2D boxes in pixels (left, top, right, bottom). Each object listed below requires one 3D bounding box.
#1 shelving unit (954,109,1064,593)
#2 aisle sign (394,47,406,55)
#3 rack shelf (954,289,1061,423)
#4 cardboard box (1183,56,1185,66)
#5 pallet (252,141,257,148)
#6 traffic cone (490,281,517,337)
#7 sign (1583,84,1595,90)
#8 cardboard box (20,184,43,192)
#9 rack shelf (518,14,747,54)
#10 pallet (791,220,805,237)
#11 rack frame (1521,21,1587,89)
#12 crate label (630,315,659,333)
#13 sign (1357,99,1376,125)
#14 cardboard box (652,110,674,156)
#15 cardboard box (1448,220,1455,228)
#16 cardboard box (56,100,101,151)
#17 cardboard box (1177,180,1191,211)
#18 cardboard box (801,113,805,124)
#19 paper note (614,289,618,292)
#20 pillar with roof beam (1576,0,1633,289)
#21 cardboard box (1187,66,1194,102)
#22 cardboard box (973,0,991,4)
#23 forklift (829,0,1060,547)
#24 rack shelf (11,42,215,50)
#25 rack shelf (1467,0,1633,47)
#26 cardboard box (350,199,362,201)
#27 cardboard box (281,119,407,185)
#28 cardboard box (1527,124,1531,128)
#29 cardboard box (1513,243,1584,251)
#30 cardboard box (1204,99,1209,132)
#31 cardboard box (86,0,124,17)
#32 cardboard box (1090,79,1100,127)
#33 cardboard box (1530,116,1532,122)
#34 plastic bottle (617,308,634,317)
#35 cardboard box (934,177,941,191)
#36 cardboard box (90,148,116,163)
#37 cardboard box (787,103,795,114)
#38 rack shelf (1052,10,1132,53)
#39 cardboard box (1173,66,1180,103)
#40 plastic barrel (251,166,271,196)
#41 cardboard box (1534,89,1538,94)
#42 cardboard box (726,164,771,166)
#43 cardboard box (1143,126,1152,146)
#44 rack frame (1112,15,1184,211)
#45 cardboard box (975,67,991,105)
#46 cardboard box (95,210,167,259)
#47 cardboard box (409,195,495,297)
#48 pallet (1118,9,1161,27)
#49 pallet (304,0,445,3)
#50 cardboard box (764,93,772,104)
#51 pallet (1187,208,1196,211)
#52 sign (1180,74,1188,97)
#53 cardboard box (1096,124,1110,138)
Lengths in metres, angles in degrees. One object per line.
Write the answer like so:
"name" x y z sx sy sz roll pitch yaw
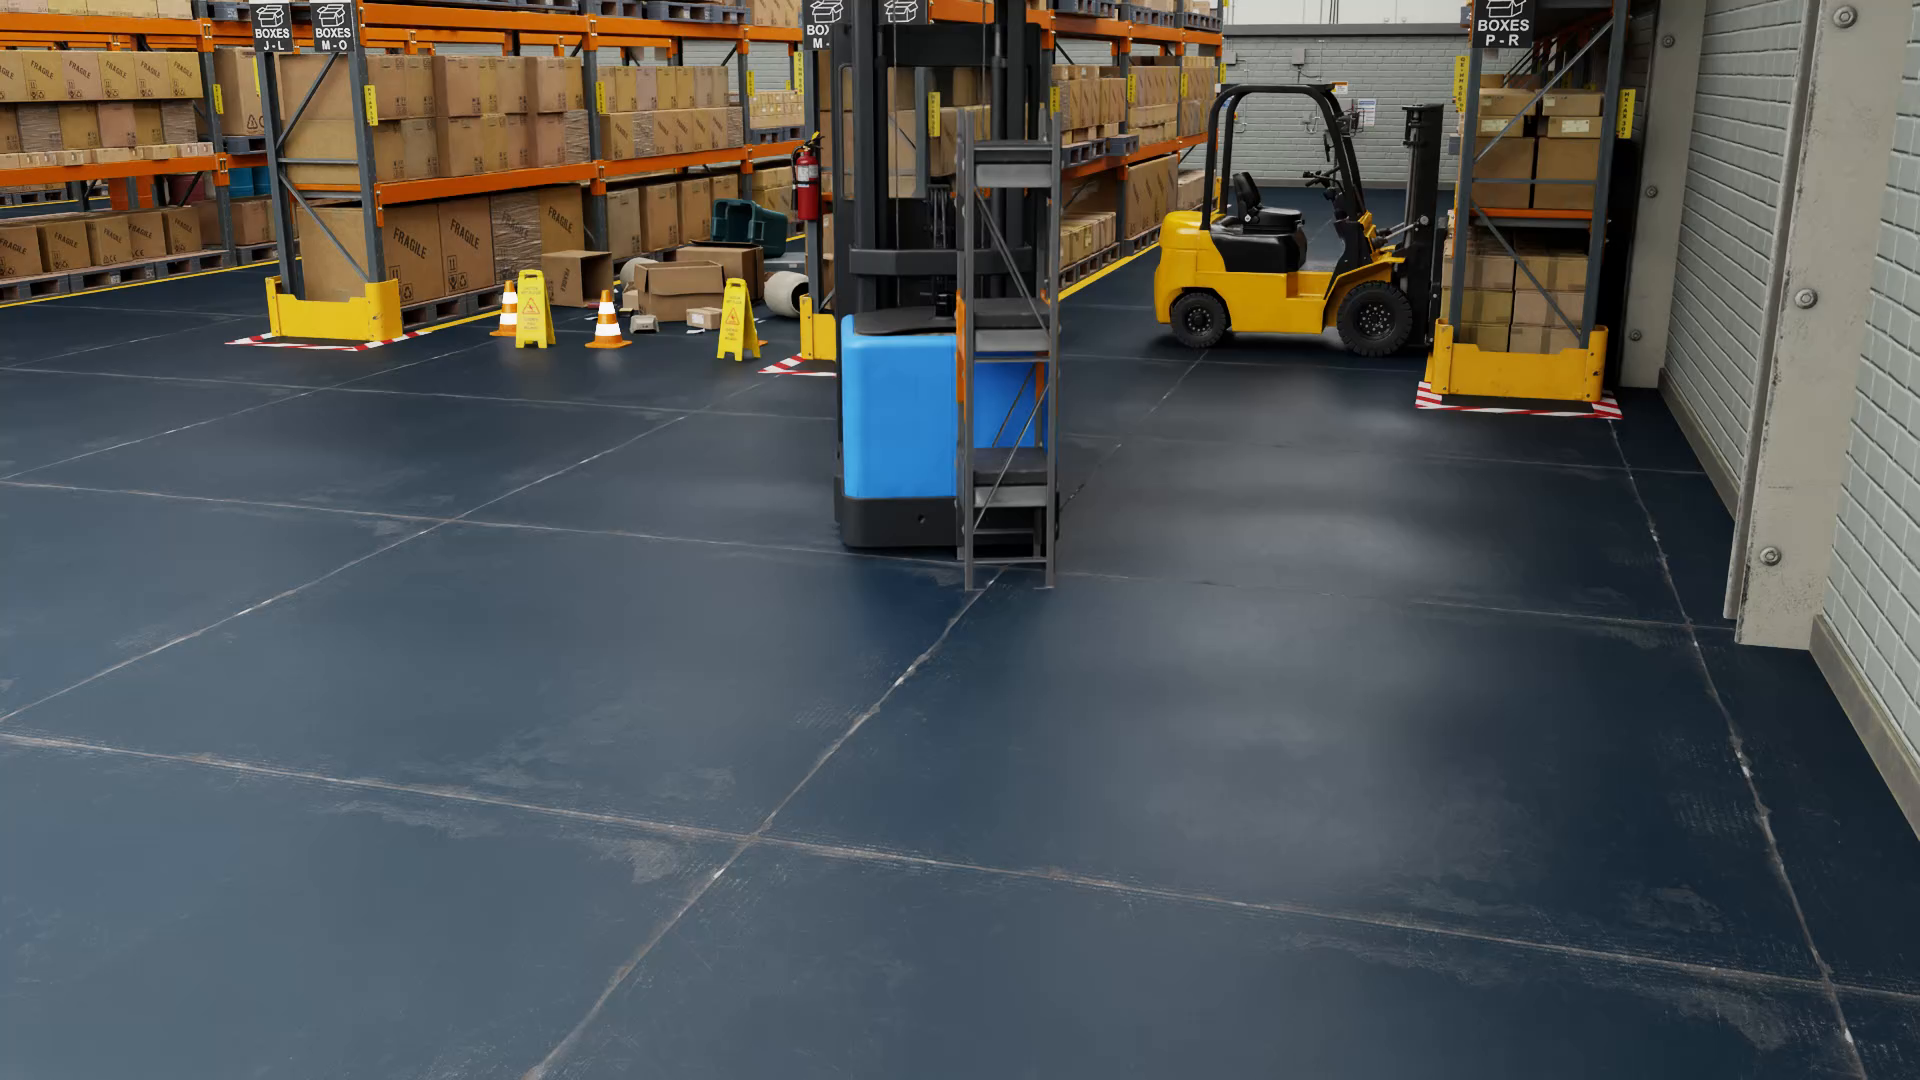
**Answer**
"shelving unit" 0.206 -0.846 7.463 0.431 2.100 0.503 -1 16 -4
"aisle sign" -10.692 -9.530 31.668 0.394 0.787 0.004 5 16 16
"rack shelf" 0.206 -0.832 7.466 0.431 0.518 0.480 -1 16 -4
"cardboard box" 3.082 -7.011 24.345 0.380 0.149 0.250 5 17 17
"pallet" -8.475 -5.147 21.331 1.003 0.211 1.213 5 16 16
"traffic cone" -3.986 -2.065 14.762 0.336 0.463 0.334 5 16 16
"sign" 5.705 -3.974 15.110 0.100 0.325 0.005 5 16 16
"cardboard box" -16.326 -6.305 28.837 0.500 0.500 0.500 5 16 16
"rack shelf" -3.794 -5.923 19.537 1.077 0.370 4.000 5 16 16
"pallet" -2.653 -4.531 23.916 1.003 0.211 1.213 5 16 16
"rack frame" 5.173 -3.562 15.390 1.000 3.000 0.127 5 16 16
"crate label" -2.836 -1.942 14.926 0.250 0.136 0.298 -4 16 -13
"sign" 7.908 -8.331 32.379 0.329 0.494 0.001 5 16 16
"cardboard box" -3.667 -4.731 19.328 0.500 0.500 0.500 5 16 16
"cardboard box" 4.580 -2.687 14.742 0.500 0.250 0.500 5 16 16
"cardboard box" -9.679 -4.398 17.610 0.875 0.500 0.500 5 16 16
"cardboard box" 2.968 -5.164 24.964 0.875 0.438 0.875 4 16 15
"cardboard box" -2.379 -6.017 23.736 0.380 0.149 0.250 5 17 18
"paper note" -3.685 -2.629 17.541 0.147 0.020 0.142 -7 17 -23
"pillar with roof beam" 2.676 -7.417 17.989 9.100 9.000 0.400 5 16 16
"cardboard box" 3.203 -6.805 24.809 0.500 0.500 0.500 4 16 15
"cardboard box" 0.045 -4.621 14.089 0.380 0.149 0.250 5 17 17
"forklift" -0.147 -1.725 9.041 1.130 2.935 3.031 -1 16 -4
"rack shelf" -15.744 -9.197 31.077 1.077 0.370 4.000 5 16 16
"rack shelf" 4.604 -4.135 13.234 1.077 0.370 4.000 5 16 16
"cardboard box" -8.269 -4.447 22.285 0.700 0.500 0.500 3 16 11
"cardboard box" -5.437 -3.429 14.648 0.875 0.550 0.550 5 16 16
"cardboard box" 5.159 -3.341 14.429 0.500 0.500 0.500 5 17 17
"cardboard box" 4.493 -2.118 12.735 0.500 0.250 0.500 5 16 16
"cardboard box" 3.646 -6.721 26.345 0.500 0.500 0.500 5 17 17
"cardboard box" -9.266 -5.676 17.622 0.500 0.250 0.500 5 16 15
"cardboard box" 1.252 -4.834 18.377 0.500 0.500 0.500 4 16 14
"cardboard box" 5.328 -3.818 14.921 0.380 0.149 0.250 5 16 16
"plastic bottle" -3.193 -2.178 15.898 0.133 0.061 0.283 -1 16 -3
"cardboard box" -0.371 -2.918 13.582 0.380 0.149 0.250 5 17 17
"cardboard box" -9.308 -4.123 17.829 0.380 0.149 0.250 5 16 16
"cardboard box" -2.531 -6.022 23.208 0.380 0.149 0.250 4 16 15
"rack shelf" 0.981 -5.566 18.277 1.077 0.370 4.000 5 16 16
"cardboard box" 2.800 -6.431 23.492 0.500 0.500 0.500 5 17 18
"plastic barrel" -11.735 -6.243 27.918 0.600 0.901 0.708 5 16 16
"cardboard box" 5.261 -3.896 14.650 0.380 0.149 0.250 4 16 14
"cardboard box" -2.990 -5.174 23.510 0.500 0.250 0.500 5 17 17
"cardboard box" 2.213 -5.301 21.797 0.500 0.250 0.500 5 17 18
"rack frame" 2.686 -6.039 24.122 1.000 3.000 0.127 5 16 16
"cardboard box" -0.086 -4.388 15.741 0.700 0.500 0.500 5 17 16
"cardboard box" -9.396 -3.462 18.848 0.500 0.500 0.500 11 19 33
"cardboard box" -5.121 -2.849 16.002 0.875 0.875 0.875 4 16 15
"pallet" 1.997 -6.810 21.690 1.003 0.211 1.213 5 17 18
"pallet" -5.298 -4.852 14.604 1.003 0.211 1.213 5 16 16
"cardboard box" -2.760 -5.957 22.436 0.380 0.149 0.250 5 16 16
"pallet" 2.977 -4.890 25.183 1.003 0.211 1.213 5 16 16
"sign" 3.209 -6.518 23.836 0.100 0.325 0.005 5 16 16
"cardboard box" 1.502 -4.686 19.044 0.380 0.149 0.250 5 17 17
